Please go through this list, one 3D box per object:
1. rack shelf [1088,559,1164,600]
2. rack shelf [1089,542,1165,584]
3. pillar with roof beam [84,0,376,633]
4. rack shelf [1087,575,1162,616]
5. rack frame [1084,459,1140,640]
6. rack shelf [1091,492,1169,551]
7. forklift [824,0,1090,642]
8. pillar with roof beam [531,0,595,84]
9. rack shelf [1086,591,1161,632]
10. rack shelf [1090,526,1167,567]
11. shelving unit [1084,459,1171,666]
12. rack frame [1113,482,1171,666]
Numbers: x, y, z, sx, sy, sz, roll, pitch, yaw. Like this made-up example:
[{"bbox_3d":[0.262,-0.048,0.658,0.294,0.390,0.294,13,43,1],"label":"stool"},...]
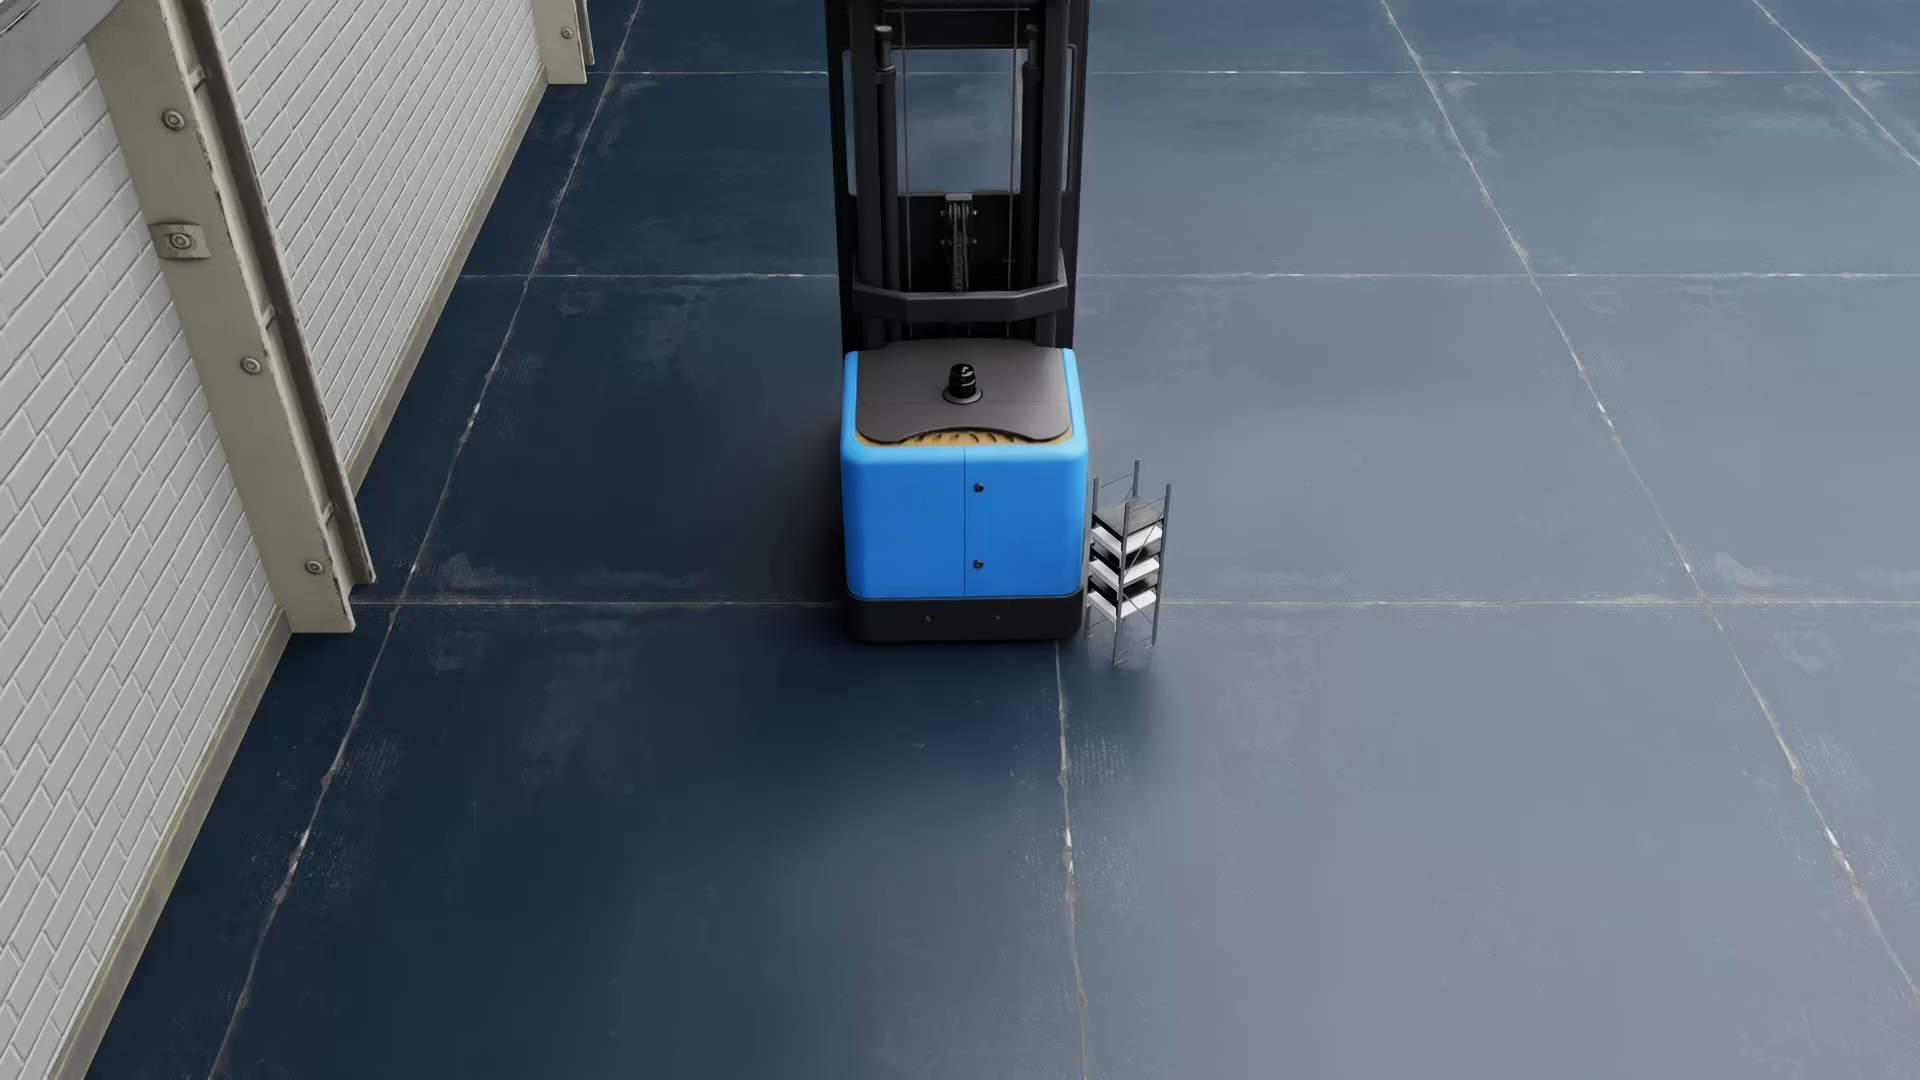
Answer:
[{"bbox_3d":[0.713,0.131,7.165,0.258,0.077,0.200,-24,44,-26],"label":"rack shelf"},{"bbox_3d":[0.713,0.061,7.109,0.258,0.077,0.200,-24,44,-26],"label":"rack shelf"},{"bbox_3d":[1.418,-3.223,4.822,9.100,9.000,0.400,0,39,0],"label":"pillar with roof beam"},{"bbox_3d":[0.713,0.202,7.221,0.258,0.077,0.200,-24,44,-26],"label":"rack shelf"},{"bbox_3d":[0.655,0.053,7.209,0.240,0.900,0.006,-24,44,-26],"label":"rack frame"},{"bbox_3d":[0.713,-0.079,6.996,0.258,0.077,0.200,-24,44,-26],"label":"rack shelf"},{"bbox_3d":[-0.018,-1.593,7.639,1.130,2.935,3.031,-1,39,-1],"label":"forklift"},{"bbox_3d":[1.411,-6.975,9.504,9.100,9.000,0.400,0,39,0],"label":"pillar with roof beam"},{"bbox_3d":[0.713,0.272,7.278,0.258,0.077,0.200,-24,44,-26],"label":"rack shelf"},{"bbox_3d":[0.713,-0.009,7.053,0.258,0.077,0.200,-24,44,-26],"label":"rack shelf"},{"bbox_3d":[0.713,0.105,7.144,0.258,0.900,0.210,-24,44,-26],"label":"shelving unit"},{"bbox_3d":[0.771,0.158,7.079,0.240,0.900,0.006,-24,44,-26],"label":"rack frame"}]
